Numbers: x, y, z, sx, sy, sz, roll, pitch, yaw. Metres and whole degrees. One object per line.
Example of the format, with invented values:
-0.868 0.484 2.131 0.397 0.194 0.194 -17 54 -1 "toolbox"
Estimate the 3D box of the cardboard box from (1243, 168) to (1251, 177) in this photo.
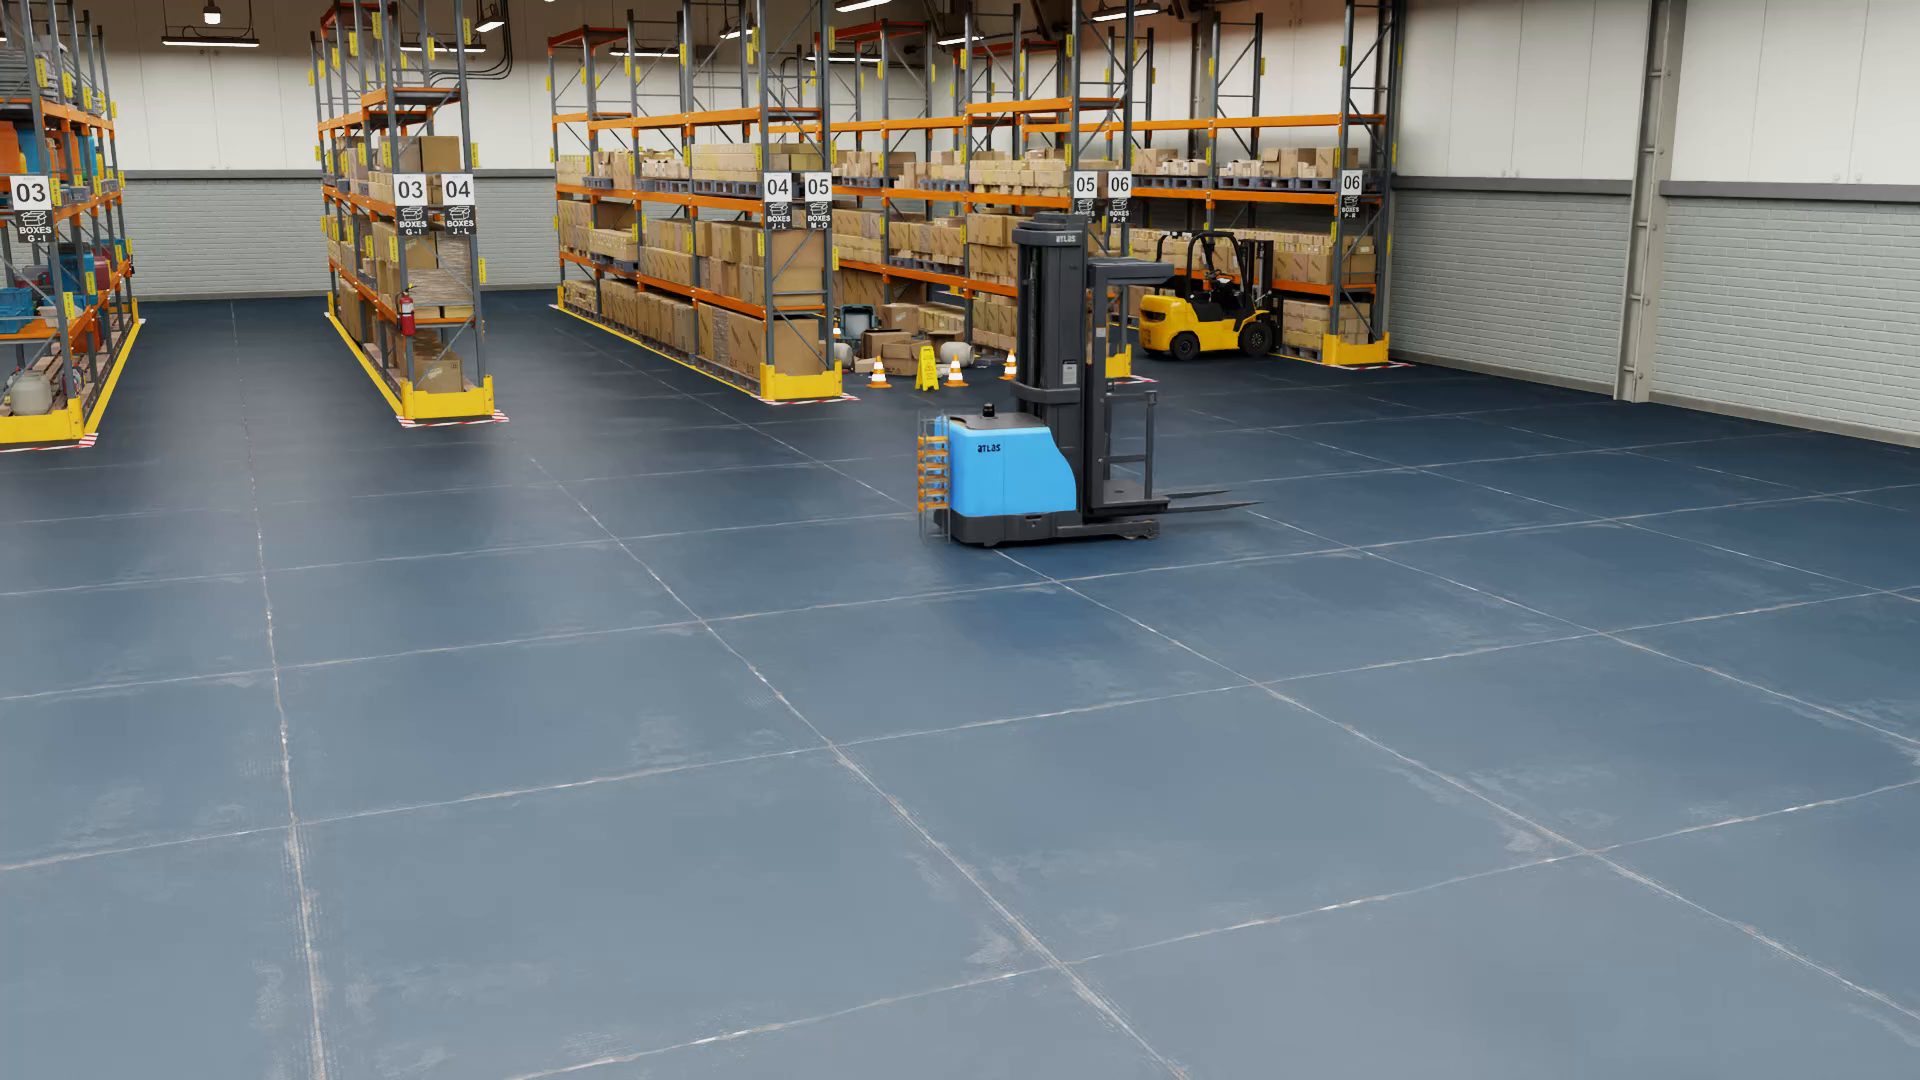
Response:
5.324 -6.627 29.982 0.380 0.149 0.250 -5 14 -21 "cardboard box"

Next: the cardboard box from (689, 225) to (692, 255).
-4.132 -5.034 27.910 0.700 0.500 0.500 -6 14 -24 "cardboard box"

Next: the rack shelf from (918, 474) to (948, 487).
-0.234 -0.521 15.035 0.258 0.103 0.180 -4 14 -17 "rack shelf"

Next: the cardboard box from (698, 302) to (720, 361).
-3.740 -3.430 27.197 0.875 0.875 0.875 -5 14 -22 "cardboard box"

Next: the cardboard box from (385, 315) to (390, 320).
-9.597 -3.913 28.410 0.500 0.250 0.500 -4 14 -17 "cardboard box"

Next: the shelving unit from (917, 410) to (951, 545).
-0.234 -0.564 15.025 0.258 1.200 0.189 -4 14 -17 "shelving unit"

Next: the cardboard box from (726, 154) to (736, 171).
-3.177 -5.640 24.833 0.500 0.250 0.500 -6 14 -23 "cardboard box"

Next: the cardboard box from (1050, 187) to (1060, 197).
1.641 -5.474 26.154 0.380 0.149 0.250 -6 14 -23 "cardboard box"

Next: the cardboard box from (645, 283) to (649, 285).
-5.974 -4.947 32.924 0.500 0.250 0.500 -6 14 -23 "cardboard box"

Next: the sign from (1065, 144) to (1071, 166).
1.653 -5.885 25.408 0.100 0.325 0.005 -6 14 -23 "sign"

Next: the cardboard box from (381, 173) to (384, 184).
-7.822 -5.024 23.101 0.380 0.149 0.250 -6 15 -26 "cardboard box"

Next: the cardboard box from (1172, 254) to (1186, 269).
4.466 -5.424 32.367 0.500 0.250 0.500 -6 14 -23 "cardboard box"

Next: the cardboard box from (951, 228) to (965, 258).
0.172 -5.337 29.846 0.500 0.500 0.500 -6 14 -24 "cardboard box"

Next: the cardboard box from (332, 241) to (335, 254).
-12.748 -6.079 34.534 0.500 0.250 0.500 -6 14 -24 "cardboard box"

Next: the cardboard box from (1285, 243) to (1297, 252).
5.904 -5.111 29.019 0.380 0.149 0.250 -6 14 -25 "cardboard box"

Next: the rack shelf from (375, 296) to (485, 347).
-7.711 -3.206 24.044 1.077 0.370 4.000 -6 14 -23 "rack shelf"

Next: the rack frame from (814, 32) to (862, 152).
-2.637 -9.440 36.080 1.000 3.000 0.127 -6 14 -23 "rack frame"

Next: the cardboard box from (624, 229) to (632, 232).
-6.684 -6.301 34.127 0.380 0.149 0.250 -6 14 -25 "cardboard box"

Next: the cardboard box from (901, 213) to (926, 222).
-1.008 -6.351 33.598 0.500 0.500 0.500 -6 14 -25 "cardboard box"

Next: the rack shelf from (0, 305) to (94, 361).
-12.250 -2.758 22.111 1.077 0.370 4.000 -6 14 -23 "rack shelf"

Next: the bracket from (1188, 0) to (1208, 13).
4.701 -10.511 32.723 0.235 0.232 0.430 -6 14 -23 "bracket"

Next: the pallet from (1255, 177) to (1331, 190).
5.964 -6.306 29.389 1.003 0.211 1.213 -6 14 -23 "pallet"

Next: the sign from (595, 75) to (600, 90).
-8.218 -10.377 37.704 0.100 0.325 0.005 -6 14 -23 "sign"

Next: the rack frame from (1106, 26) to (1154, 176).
3.512 -9.063 34.450 1.000 3.000 0.127 -6 14 -23 "rack frame"

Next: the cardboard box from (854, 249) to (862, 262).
-1.881 -5.908 34.459 0.500 0.250 0.500 -6 14 -24 "cardboard box"

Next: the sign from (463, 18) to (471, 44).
-6.413 -6.608 21.598 0.100 0.325 0.005 -6 14 -23 "sign"

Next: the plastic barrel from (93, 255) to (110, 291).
-14.190 -4.346 27.074 0.600 0.536 0.708 -6 14 -23 "plastic barrel"

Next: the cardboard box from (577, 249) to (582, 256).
-8.153 -6.281 36.294 0.380 0.149 0.250 -5 14 -22 "cardboard box"

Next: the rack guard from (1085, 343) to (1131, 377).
2.140 -2.836 26.394 1.175 0.500 0.348 -6 14 -23 "rack guard"

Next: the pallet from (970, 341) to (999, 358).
0.869 -3.370 29.344 1.003 0.211 1.213 -6 14 -23 "pallet"

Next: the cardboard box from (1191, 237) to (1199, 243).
4.654 -5.780 31.913 0.380 0.149 0.250 -6 14 -24 "cardboard box"

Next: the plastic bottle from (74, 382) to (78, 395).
-11.963 -2.038 22.450 0.061 0.283 0.133 -5 14 -22 "plastic bottle"

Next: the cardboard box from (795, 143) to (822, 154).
-2.167 -5.649 23.986 0.380 0.149 0.250 -5 14 -22 "cardboard box"

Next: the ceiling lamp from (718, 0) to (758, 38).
-4.304 -11.914 33.825 0.800 3.185 2.000 -6 14 -23 "ceiling lamp"

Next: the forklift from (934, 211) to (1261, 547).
1.326 -1.539 15.398 3.031 2.935 1.130 -4 14 -17 "forklift"

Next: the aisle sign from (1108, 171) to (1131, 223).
2.479 -5.320 25.817 0.394 0.787 0.004 -6 14 -23 "aisle sign"

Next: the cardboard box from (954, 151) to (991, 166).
0.219 -6.809 29.658 0.500 0.250 0.500 -5 14 -22 "cardboard box"

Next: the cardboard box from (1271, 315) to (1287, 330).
5.818 -3.877 29.409 0.500 0.250 0.500 -6 14 -24 "cardboard box"

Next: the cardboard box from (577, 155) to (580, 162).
-7.933 -8.130 35.412 0.380 0.149 0.250 -6 14 -25 "cardboard box"

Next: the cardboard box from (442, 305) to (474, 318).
-6.806 -3.101 22.553 0.380 0.149 0.250 -6 14 -23 "cardboard box"

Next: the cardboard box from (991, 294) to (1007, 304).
0.759 -4.127 28.495 0.380 0.149 0.250 -5 14 -21 "cardboard box"

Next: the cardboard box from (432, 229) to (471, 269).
-6.881 -3.962 22.617 0.500 0.500 0.500 -6 14 -23 "cardboard box"

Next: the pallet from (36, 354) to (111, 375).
-14.378 -2.826 26.993 1.003 0.211 1.213 -6 14 -23 "pallet"

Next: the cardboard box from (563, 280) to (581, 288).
-8.836 -5.842 37.912 0.380 0.149 0.250 -6 14 -26 "cardboard box"

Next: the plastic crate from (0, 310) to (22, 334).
-11.923 -2.700 20.591 0.499 0.251 0.616 -6 14 -23 "plastic crate"

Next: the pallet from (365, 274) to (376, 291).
-9.284 -4.297 27.589 1.003 0.211 1.213 -6 14 -23 "pallet"

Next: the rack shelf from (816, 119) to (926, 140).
-1.836 -8.481 34.421 1.077 0.370 4.000 -6 14 -23 "rack shelf"

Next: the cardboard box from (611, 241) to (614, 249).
-6.558 -5.723 32.293 0.380 0.149 0.250 -6 14 -23 "cardboard box"

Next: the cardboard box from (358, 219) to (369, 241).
-10.651 -5.621 30.436 0.797 0.503 0.637 -5 14 -22 "cardboard box"

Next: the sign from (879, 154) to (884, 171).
-1.546 -7.394 32.571 0.100 0.325 0.005 -6 14 -23 "sign"

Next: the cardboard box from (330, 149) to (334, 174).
-12.696 -7.880 34.617 0.700 0.500 0.500 -7 15 -27 "cardboard box"

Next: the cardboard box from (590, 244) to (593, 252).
-7.396 -6.009 34.185 0.380 0.149 0.250 -6 14 -26 "cardboard box"

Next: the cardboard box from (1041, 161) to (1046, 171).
1.522 -5.974 26.544 0.380 0.149 0.250 -6 14 -23 "cardboard box"

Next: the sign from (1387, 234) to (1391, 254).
7.227 -4.996 28.090 0.100 0.325 0.005 -6 14 -23 "sign"
